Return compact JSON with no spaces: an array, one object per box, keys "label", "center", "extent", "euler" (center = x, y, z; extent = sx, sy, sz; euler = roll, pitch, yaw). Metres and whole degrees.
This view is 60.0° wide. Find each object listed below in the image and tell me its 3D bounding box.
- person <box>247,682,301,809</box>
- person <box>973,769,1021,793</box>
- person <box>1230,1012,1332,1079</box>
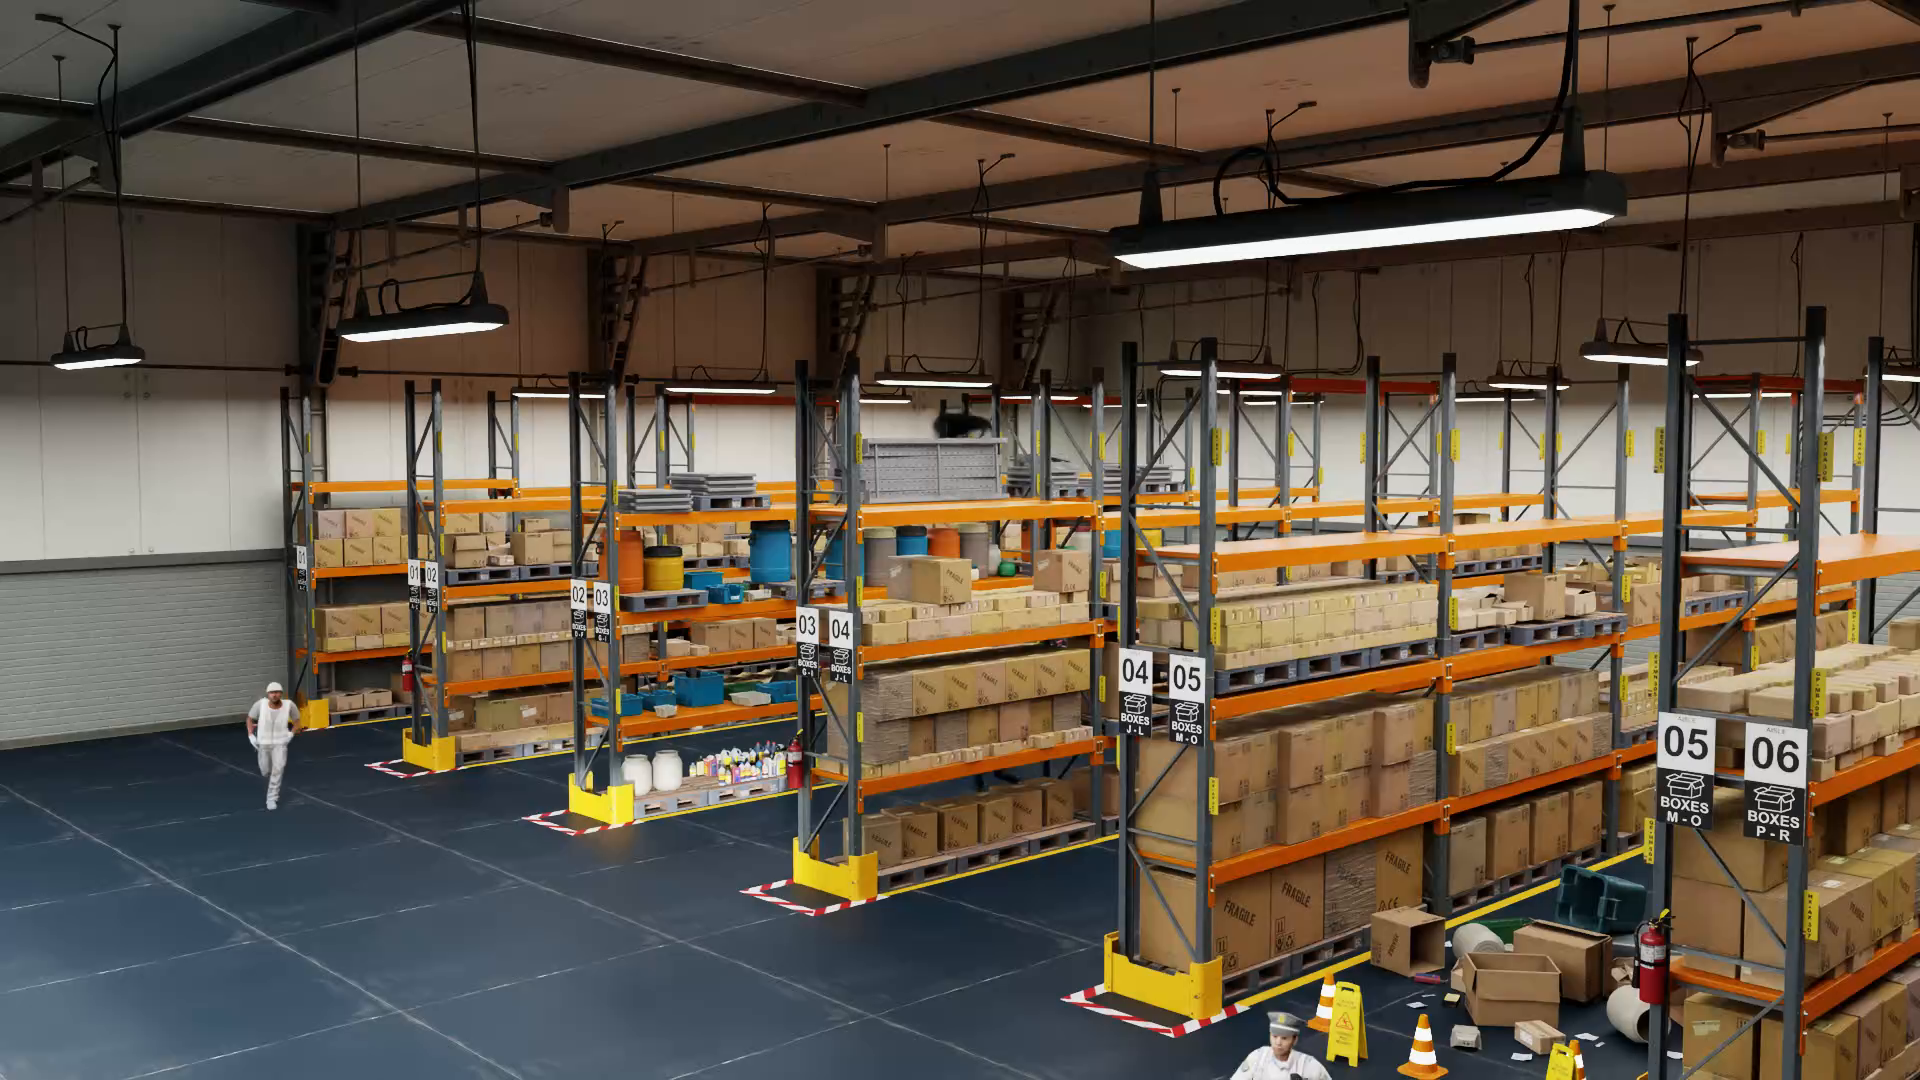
[{"label":"person","center":[-9.575,2.835,23.236],"extent":[0.703,1.753,0.806],"euler":[-1,4,-17]},{"label":"person","center":[0.454,2.923,22.873],"extent":[1.002,1.585,0.539],"euler":[-3,5,-43]},{"label":"person","center":[1.947,3.706,10.298],"extent":[0.814,1.693,0.641],"euler":[2,4,23]}]
